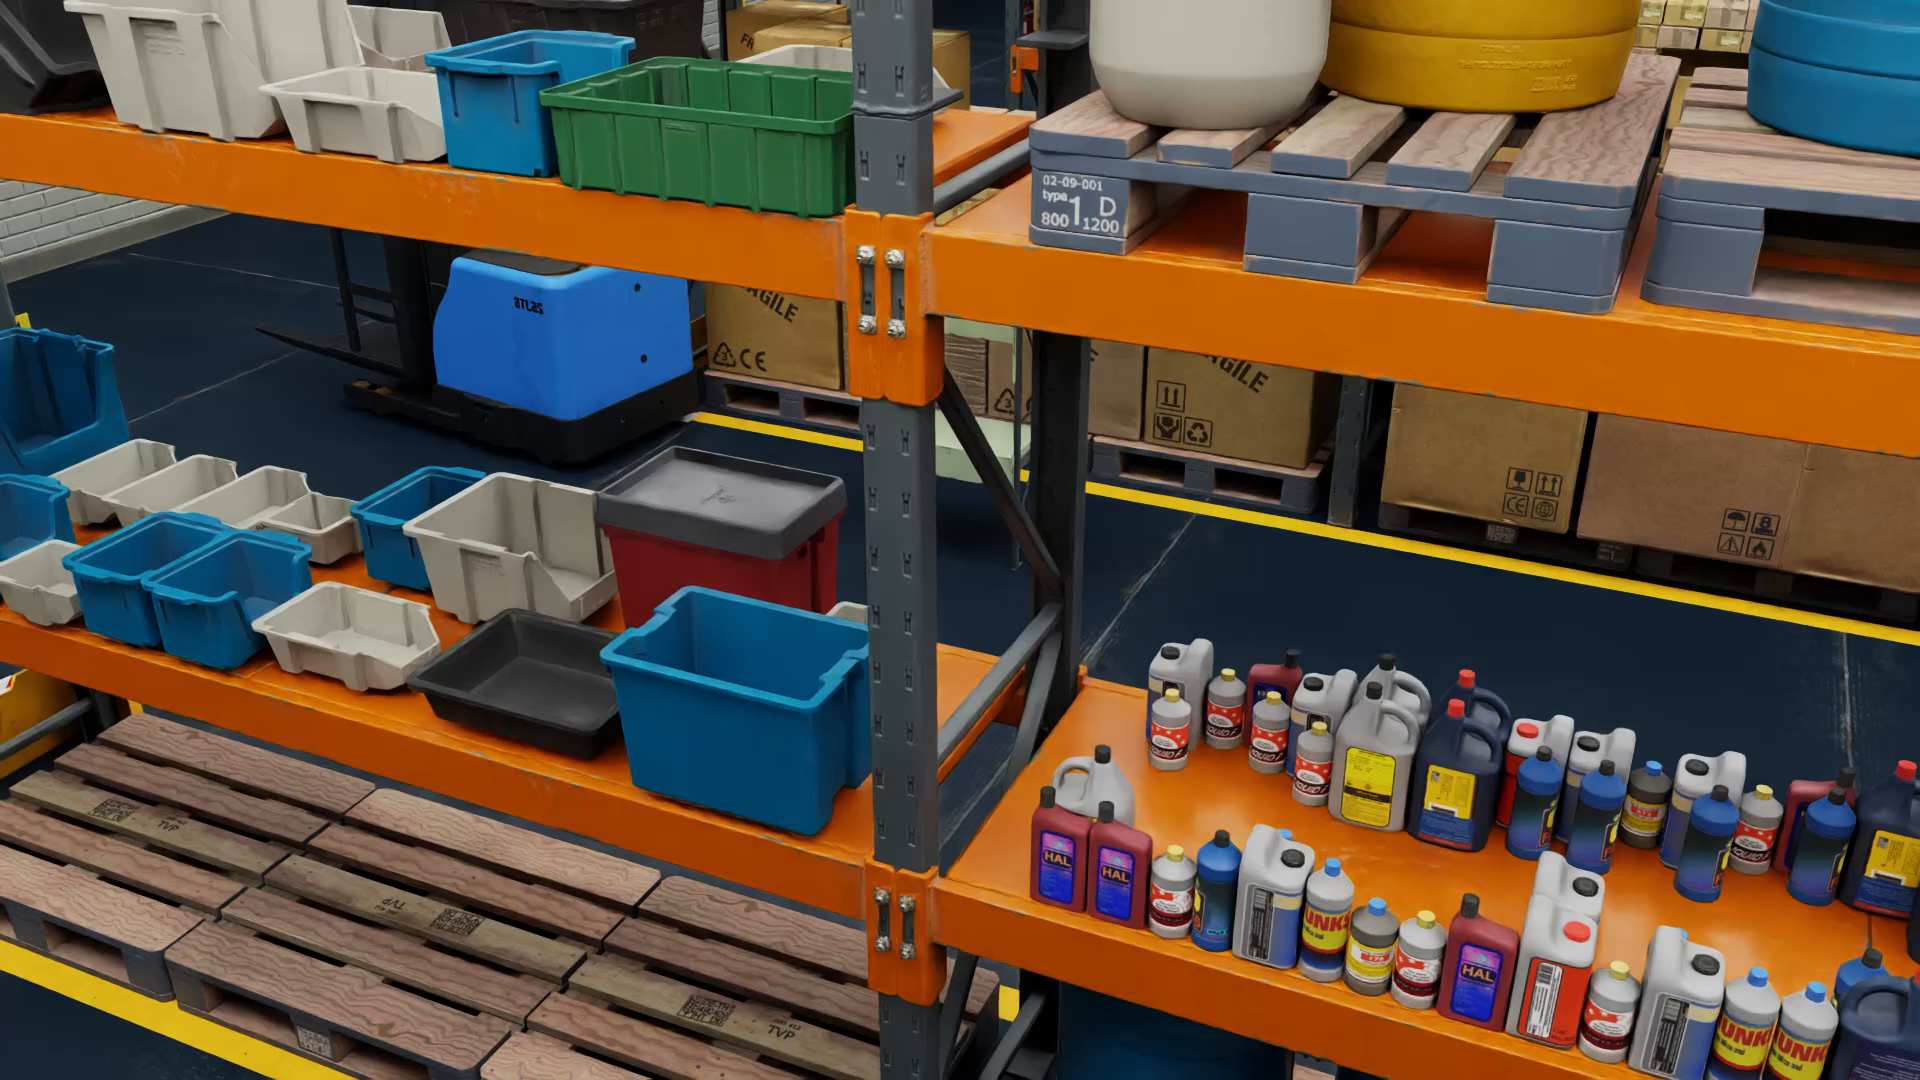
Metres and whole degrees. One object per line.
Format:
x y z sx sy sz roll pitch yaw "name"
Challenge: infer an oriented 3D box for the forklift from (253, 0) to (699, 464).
-3.021 -2.214 9.428 3.031 2.935 1.130 17 31 30 "forklift"

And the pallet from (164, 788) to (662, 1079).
-1.735 1.290 5.391 1.213 0.211 1.003 11 28 22 "pallet"

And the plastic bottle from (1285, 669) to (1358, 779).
0.890 0.445 4.092 0.135 0.276 0.152 11 28 22 "plastic bottle"

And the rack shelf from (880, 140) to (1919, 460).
1.886 -0.277 2.836 4.000 0.370 1.077 11 28 22 "rack shelf"

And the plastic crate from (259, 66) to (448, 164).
-1.250 -0.927 3.639 0.466 0.136 0.293 11 28 22 "plastic crate"

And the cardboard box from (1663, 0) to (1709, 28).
4.917 -3.577 11.254 0.250 0.149 0.380 12 29 22 "cardboard box"

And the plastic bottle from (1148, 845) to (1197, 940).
0.456 0.746 3.564 0.097 0.201 0.097 0 26 0 "plastic bottle"

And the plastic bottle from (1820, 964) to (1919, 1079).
1.704 0.918 3.045 0.185 0.351 0.144 11 28 22 "plastic bottle"

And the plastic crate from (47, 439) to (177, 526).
-2.759 -0.184 5.458 0.243 0.136 0.396 11 28 22 "plastic crate"

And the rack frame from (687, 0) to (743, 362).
-1.526 -2.343 9.613 0.127 3.000 1.000 11 28 22 "rack frame"

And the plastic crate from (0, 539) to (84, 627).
-2.613 0.134 4.813 0.298 0.136 0.250 11 28 22 "plastic crate"

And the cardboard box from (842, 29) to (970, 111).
-0.272 -2.365 8.643 0.500 0.500 0.500 11 28 20 "cardboard box"

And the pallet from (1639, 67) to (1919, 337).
1.853 -0.571 2.831 1.213 0.211 1.003 11 28 22 "pallet"

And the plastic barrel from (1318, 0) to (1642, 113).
0.980 -1.153 3.112 0.600 0.588 0.600 0 26 0 "plastic barrel"

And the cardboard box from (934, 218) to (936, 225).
-0.168 -1.798 8.791 0.250 0.149 0.380 11 28 21 "cardboard box"

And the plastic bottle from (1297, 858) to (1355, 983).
0.756 0.775 3.426 0.097 0.271 0.097 0 26 0 "plastic bottle"

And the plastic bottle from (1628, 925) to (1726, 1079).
1.383 0.885 3.197 0.135 0.276 0.152 11 28 22 "plastic bottle"

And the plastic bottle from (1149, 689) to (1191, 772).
0.523 0.465 4.135 0.097 0.201 0.097 0 26 0 "plastic bottle"

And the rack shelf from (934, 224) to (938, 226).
0.295 -1.654 9.029 4.000 0.370 1.077 11 28 22 "rack shelf"

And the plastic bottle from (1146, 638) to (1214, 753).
0.558 0.378 4.227 0.135 0.276 0.152 11 28 22 "plastic bottle"

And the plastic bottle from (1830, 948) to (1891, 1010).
1.714 0.897 3.178 0.097 0.271 0.097 0 26 0 "plastic bottle"

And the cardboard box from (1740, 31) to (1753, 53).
5.384 -3.350 11.131 0.250 0.149 0.380 13 29 24 "cardboard box"

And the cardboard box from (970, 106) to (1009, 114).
-0.050 -2.241 9.239 0.500 0.250 0.500 10 28 20 "cardboard box"

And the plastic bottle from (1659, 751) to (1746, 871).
1.683 0.604 3.768 0.135 0.276 0.152 11 28 22 "plastic bottle"

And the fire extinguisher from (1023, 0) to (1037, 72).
0.581 -4.348 14.196 0.183 0.674 0.296 11 28 22 "fire extinguisher"

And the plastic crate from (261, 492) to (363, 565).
-1.960 -0.037 5.160 0.250 0.136 0.298 11 28 22 "plastic crate"

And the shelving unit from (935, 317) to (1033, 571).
0.006 -0.672 7.916 0.755 1.500 0.431 11 28 22 "shelving unit"

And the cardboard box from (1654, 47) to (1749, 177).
3.320 -1.863 7.389 0.637 0.503 0.797 12 29 22 "cardboard box"

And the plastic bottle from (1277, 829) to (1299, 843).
0.696 0.720 3.616 0.097 0.201 0.097 0 26 0 "plastic bottle"

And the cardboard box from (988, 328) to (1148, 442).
0.728 -1.164 9.148 0.875 0.875 0.875 11 28 22 "cardboard box"

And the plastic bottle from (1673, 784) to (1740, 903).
1.648 0.659 3.660 0.097 0.271 0.097 0 26 0 "plastic bottle"

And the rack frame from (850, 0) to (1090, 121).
0.065 -2.311 2.757 0.127 3.000 1.000 11 28 22 "rack frame"

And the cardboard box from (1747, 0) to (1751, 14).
5.425 -3.790 11.688 0.250 0.149 0.380 11 28 22 "cardboard box"

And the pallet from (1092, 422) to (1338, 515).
1.455 -0.531 9.089 1.213 0.211 1.003 11 28 22 "pallet"

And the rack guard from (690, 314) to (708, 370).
-1.548 -1.226 10.174 0.348 0.500 1.175 11 28 22 "rack guard"

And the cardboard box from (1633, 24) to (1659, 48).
4.665 -3.493 11.421 0.250 0.149 0.380 11 28 21 "cardboard box"

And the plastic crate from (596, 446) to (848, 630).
-0.644 0.060 4.591 0.583 0.464 0.402 11 28 22 "plastic crate"

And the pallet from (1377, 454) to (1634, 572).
2.849 -0.250 8.518 1.213 0.211 1.003 11 28 22 "pallet"

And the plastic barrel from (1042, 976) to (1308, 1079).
0.553 1.239 4.237 0.708 0.901 0.600 11 28 22 "plastic barrel"

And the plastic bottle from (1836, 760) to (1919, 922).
2.040 0.640 3.610 0.185 0.351 0.144 11 28 22 "plastic bottle"

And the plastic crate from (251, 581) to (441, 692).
-1.645 0.274 4.528 0.466 0.136 0.293 11 28 22 "plastic crate"

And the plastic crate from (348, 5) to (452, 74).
-1.593 -1.301 4.399 0.530 0.136 0.437 11 28 22 "plastic crate"

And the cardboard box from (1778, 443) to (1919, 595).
4.329 -0.416 7.629 0.875 0.875 1.225 11 28 22 "cardboard box"

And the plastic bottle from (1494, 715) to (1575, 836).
1.349 0.537 3.904 0.135 0.276 0.152 11 28 22 "plastic bottle"

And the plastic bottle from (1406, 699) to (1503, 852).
1.146 0.530 3.833 0.185 0.351 0.144 11 28 22 "plastic bottle"

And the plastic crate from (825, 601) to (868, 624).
-0.300 0.329 4.417 0.243 0.136 0.396 11 28 22 "plastic crate"

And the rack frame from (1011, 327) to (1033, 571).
0.339 -0.605 7.780 0.023 1.500 0.400 11 28 22 "rack frame"
